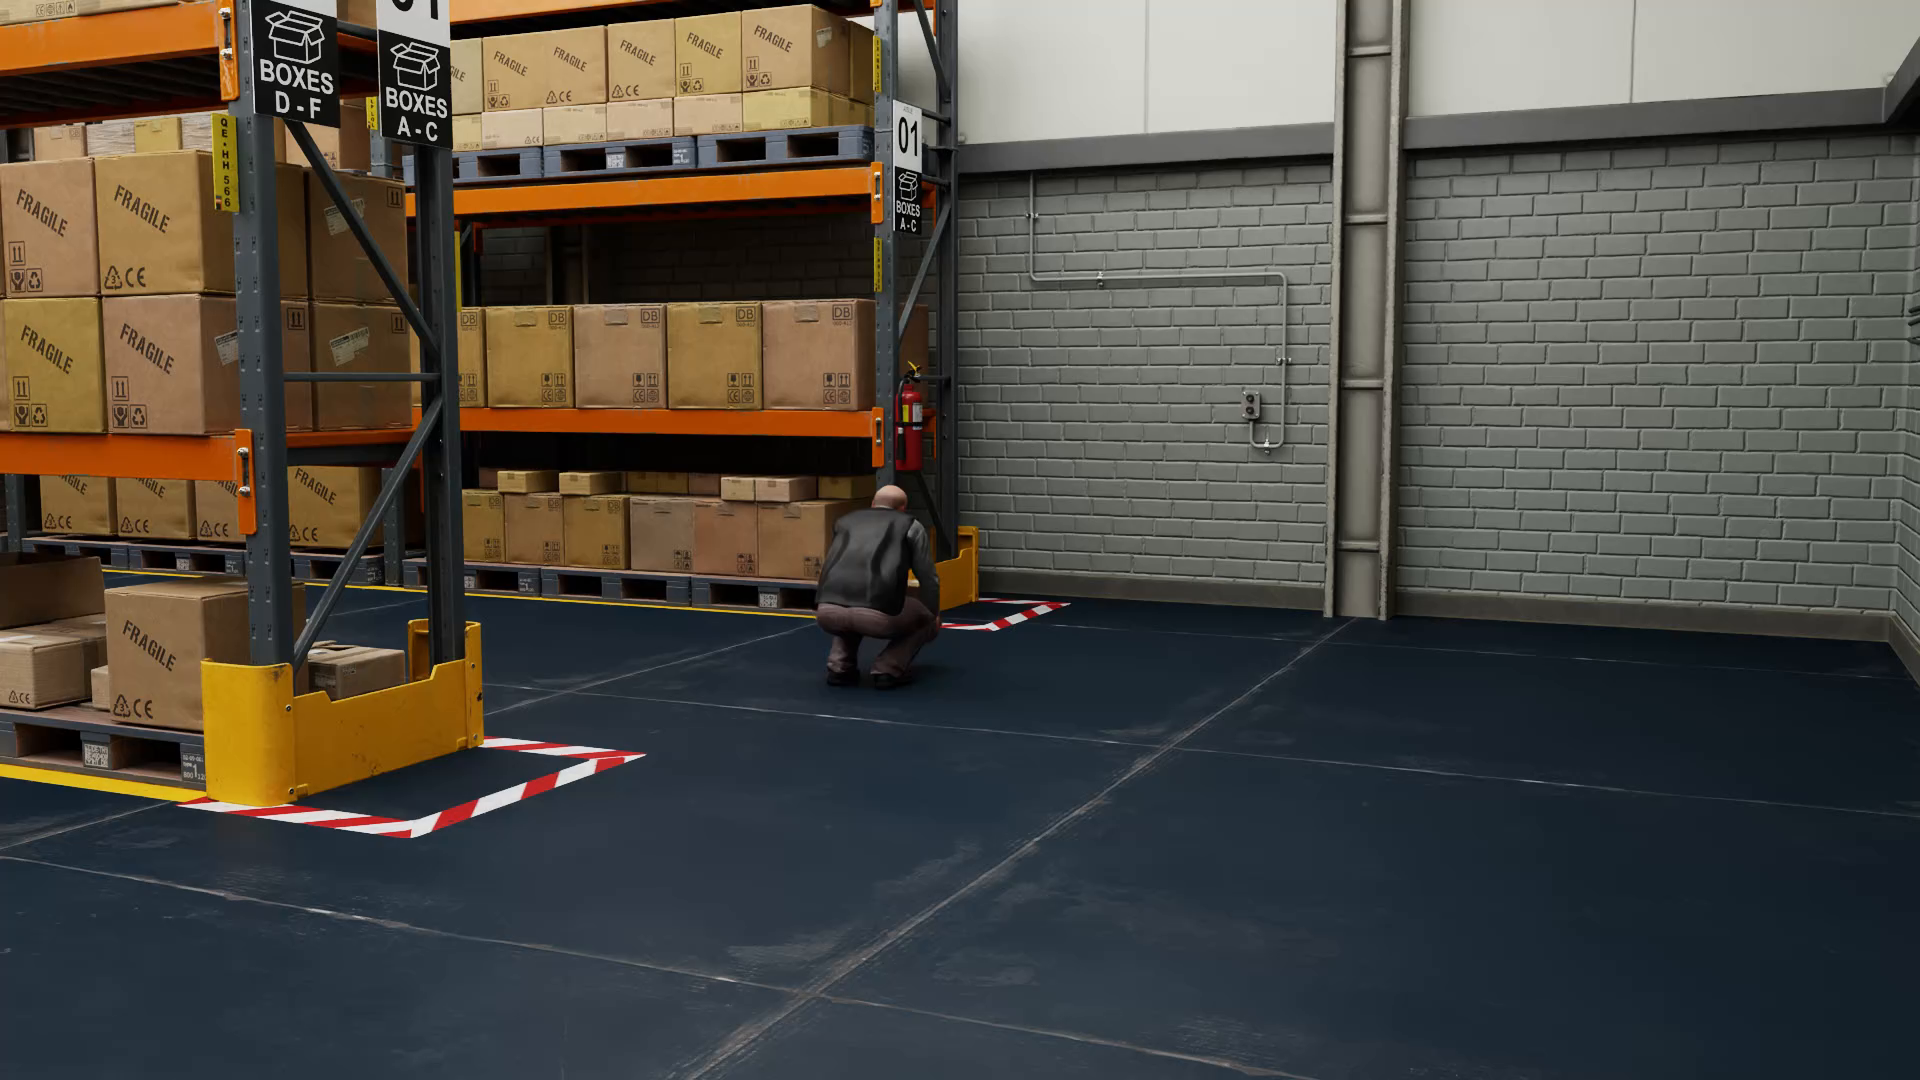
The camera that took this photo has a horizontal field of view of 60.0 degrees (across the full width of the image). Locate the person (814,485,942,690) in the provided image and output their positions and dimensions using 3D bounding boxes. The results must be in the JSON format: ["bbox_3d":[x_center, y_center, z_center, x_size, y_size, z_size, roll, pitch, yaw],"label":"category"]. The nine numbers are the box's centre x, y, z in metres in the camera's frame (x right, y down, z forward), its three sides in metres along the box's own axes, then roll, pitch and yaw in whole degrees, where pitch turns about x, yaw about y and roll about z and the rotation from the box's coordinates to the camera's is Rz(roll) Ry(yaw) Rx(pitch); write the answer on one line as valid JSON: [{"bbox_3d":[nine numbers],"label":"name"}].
[{"bbox_3d":[-0.409,0.224,8.324,0.529,0.969,0.857,2,6,23],"label":"person"}]
